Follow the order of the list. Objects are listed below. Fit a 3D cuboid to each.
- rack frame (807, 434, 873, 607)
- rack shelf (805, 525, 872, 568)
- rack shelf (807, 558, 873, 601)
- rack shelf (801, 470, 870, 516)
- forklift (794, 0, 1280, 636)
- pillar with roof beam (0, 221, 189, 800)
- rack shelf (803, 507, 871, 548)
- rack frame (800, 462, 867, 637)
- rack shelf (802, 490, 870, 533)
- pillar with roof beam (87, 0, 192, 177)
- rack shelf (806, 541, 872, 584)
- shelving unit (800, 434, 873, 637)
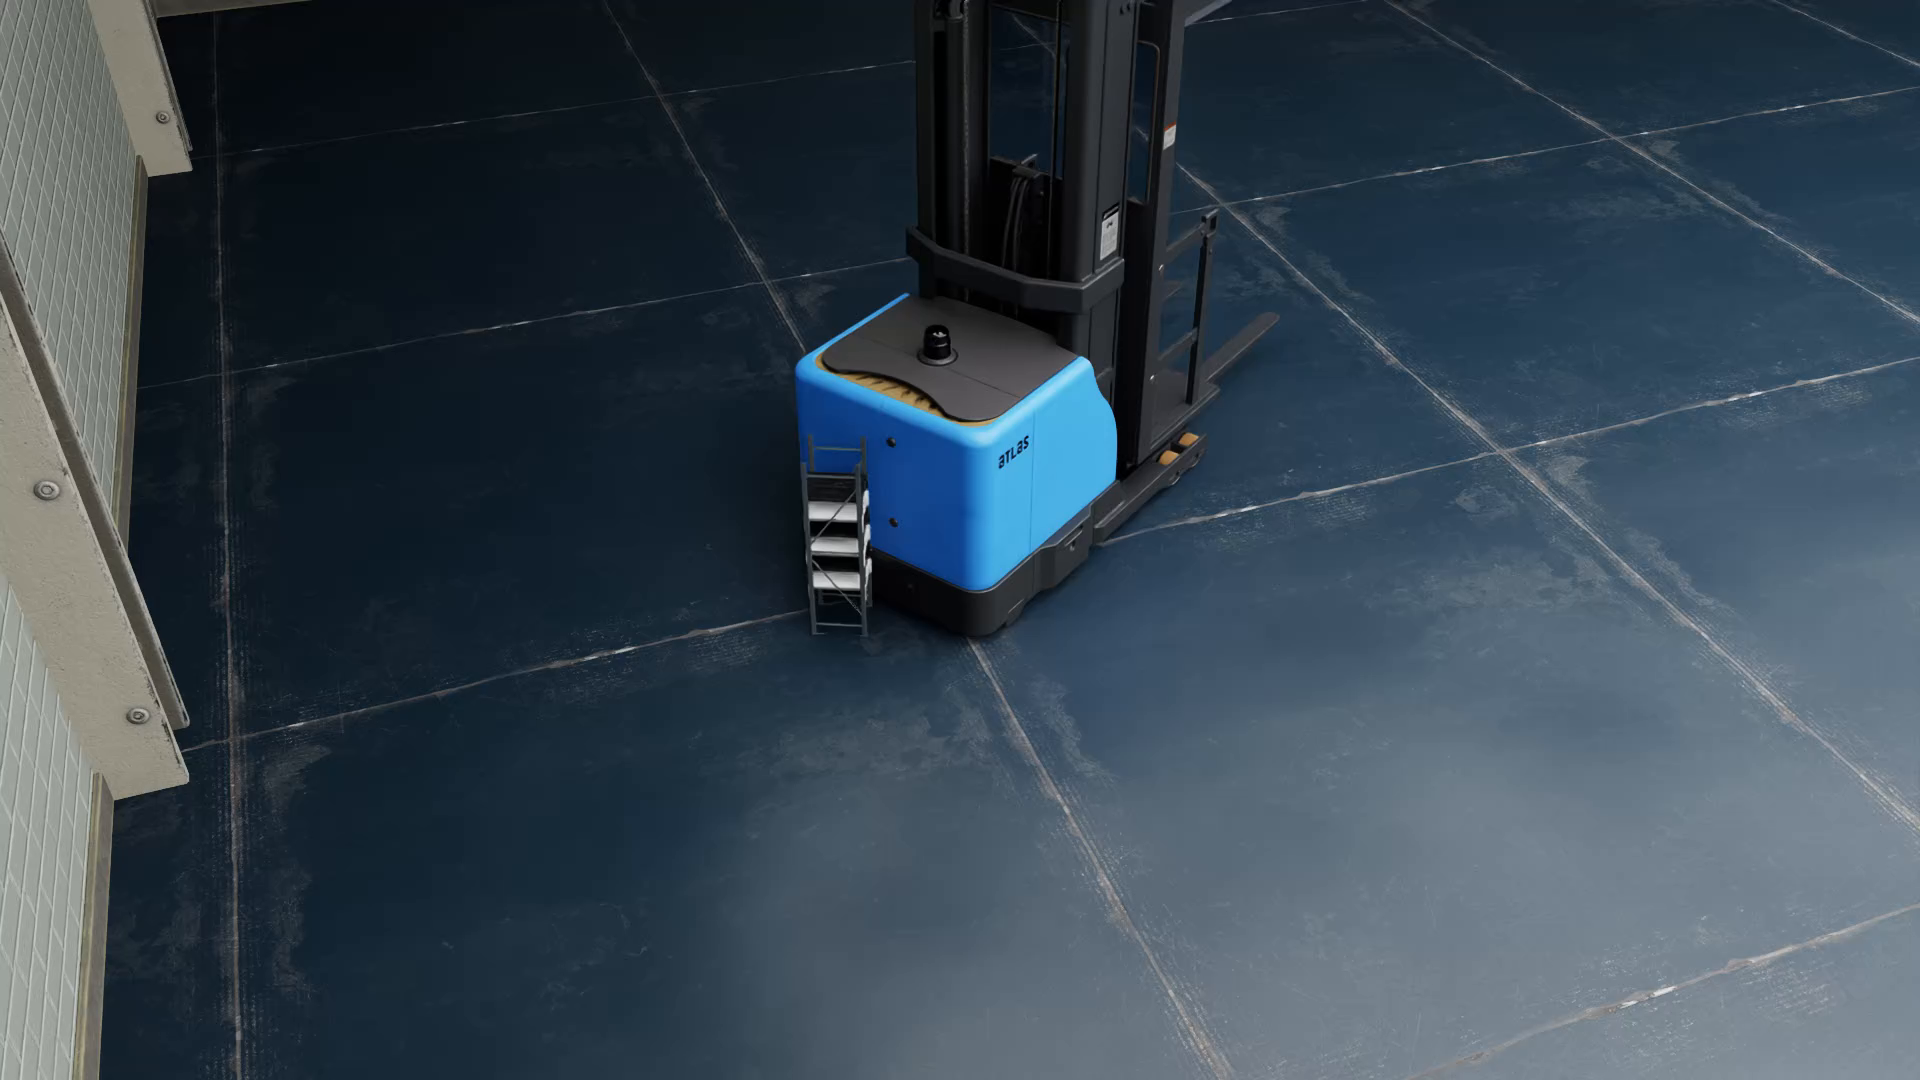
[{"bbox_3d":[-0.507,-0.068,7.092,0.240,0.900,0.006,2,37,3],"label":"rack frame"},{"bbox_3d":[-0.514,0.020,7.031,0.258,0.077,0.200,2,37,3],"label":"rack shelf"},{"bbox_3d":[-0.514,0.164,7.139,0.258,0.077,0.200,2,37,3],"label":"rack shelf"},{"bbox_3d":[-0.514,-0.196,6.869,0.258,0.077,0.200,2,37,3],"label":"rack shelf"},{"bbox_3d":[0.566,-1.597,7.434,1.130,2.935,3.031,24,43,28],"label":"forklift"},{"bbox_3d":[0.818,-3.618,5.074,9.100,9.000,0.400,-12,39,-16],"label":"pillar with roof beam"},{"bbox_3d":[-0.514,-0.052,6.977,0.258,0.077,0.200,2,37,3],"label":"rack shelf"},{"bbox_3d":[-0.521,0.054,6.930,0.240,0.900,0.006,2,37,3],"label":"rack frame"},{"bbox_3d":[-0.514,-0.124,6.923,0.258,0.077,0.200,2,37,3],"label":"rack shelf"},{"bbox_3d":[-1.247,-7.007,9.574,9.100,9.000,0.400,-12,39,-16],"label":"pillar with roof beam"},{"bbox_3d":[-0.514,0.092,7.085,0.258,0.077,0.200,2,37,3],"label":"rack shelf"},{"bbox_3d":[-0.514,-0.007,7.011,0.258,0.900,0.210,2,37,3],"label":"shelving unit"}]
